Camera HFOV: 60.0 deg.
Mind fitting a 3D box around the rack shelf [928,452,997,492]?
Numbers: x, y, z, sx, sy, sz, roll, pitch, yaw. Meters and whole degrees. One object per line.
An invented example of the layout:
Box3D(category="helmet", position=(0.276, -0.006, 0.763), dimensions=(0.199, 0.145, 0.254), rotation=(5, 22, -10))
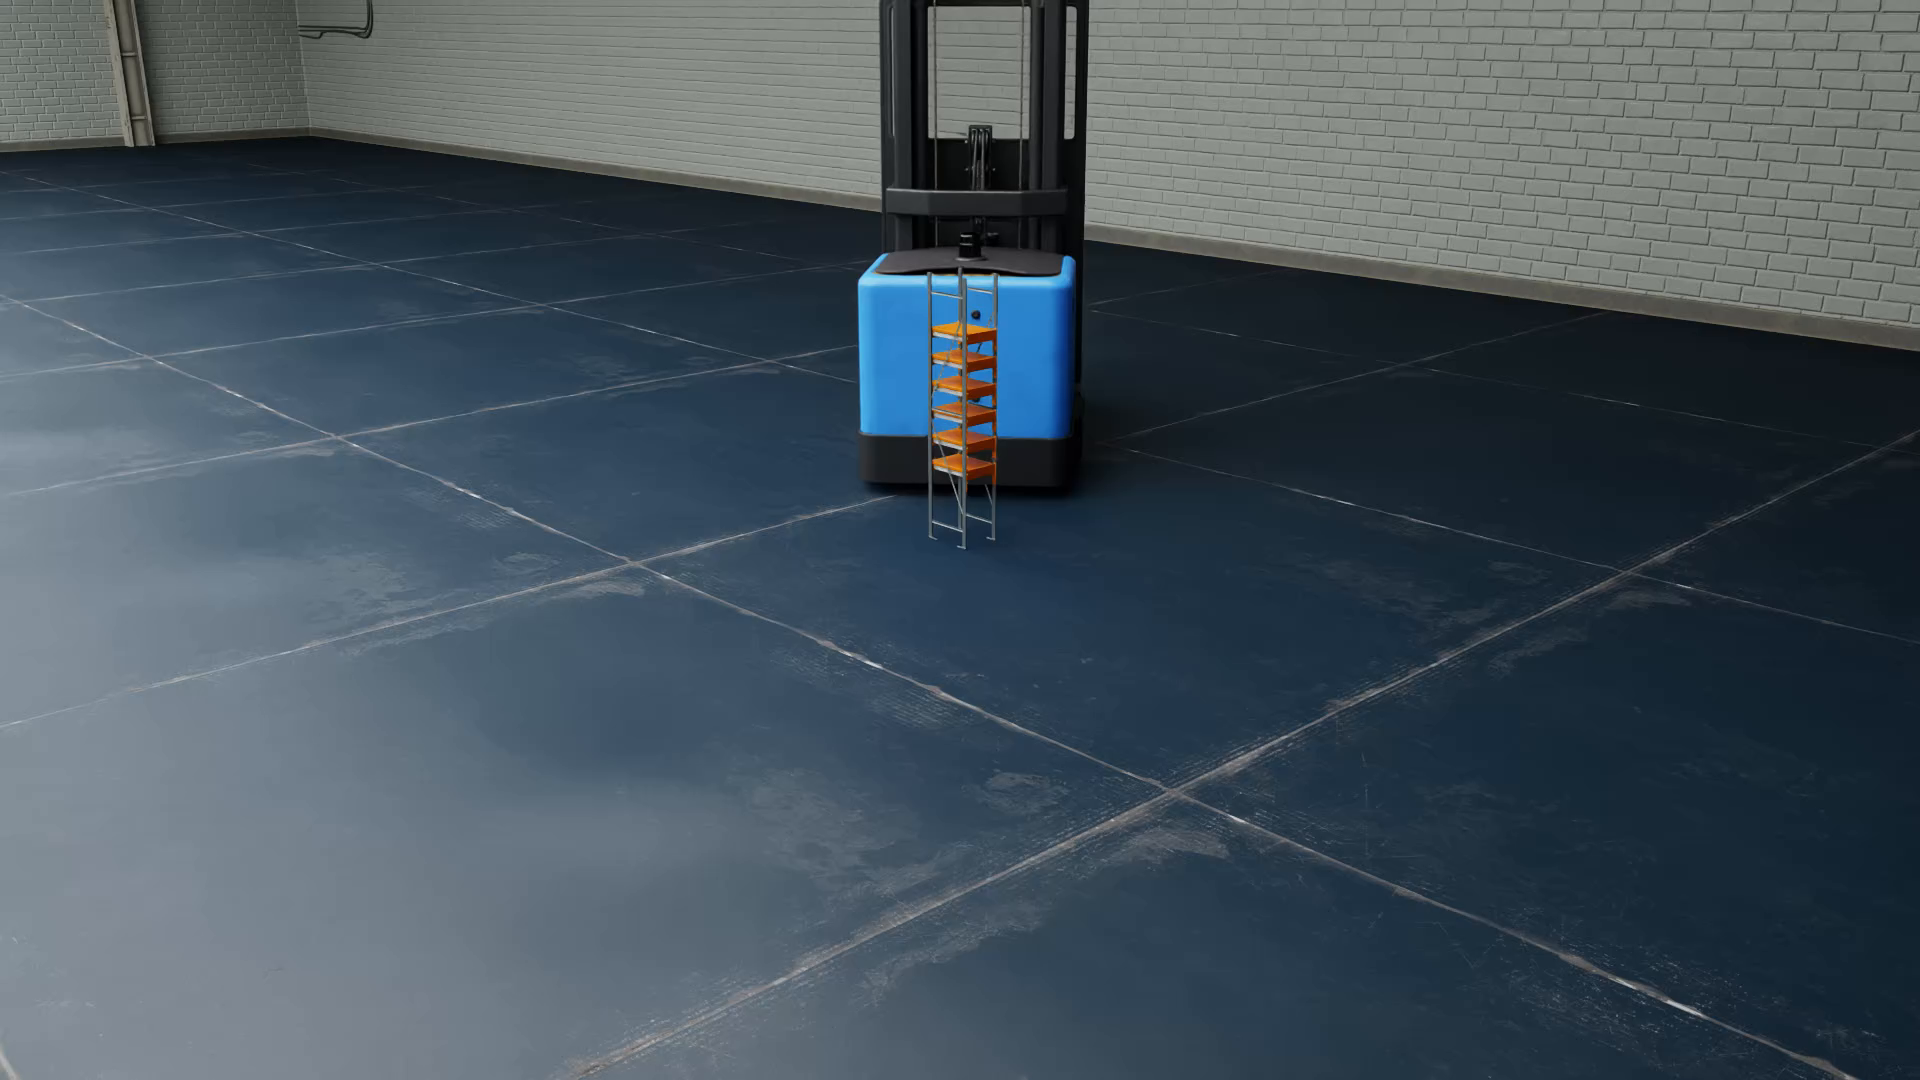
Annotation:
Box3D(category="rack shelf", position=(0.011, -0.303, 7.397), dimensions=(0.180, 0.103, 0.258), rotation=(-16, 24, -41))

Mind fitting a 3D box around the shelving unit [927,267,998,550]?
Box3D(category="shelving unit", position=(0.011, -0.574, 7.309), dimensions=(0.189, 1.200, 0.258), rotation=(-16, 24, -41))

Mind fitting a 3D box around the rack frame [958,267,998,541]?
Box3D(category="rack frame", position=(0.077, -0.593, 7.369), dimensions=(0.006, 1.200, 0.240), rotation=(-16, 24, -41))

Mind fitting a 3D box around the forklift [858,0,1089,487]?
Box3D(category="forklift", position=(0.146, -2.058, 9.078), dimensions=(1.130, 2.935, 3.031), rotation=(2, 18, 5))

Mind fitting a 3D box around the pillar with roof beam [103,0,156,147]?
Box3D(category="pillar with roof beam", position=(-10.800, -9.937, 23.542), dimensions=(0.400, 9.000, 9.100), rotation=(-16, 24, -41))

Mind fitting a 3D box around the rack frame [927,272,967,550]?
Box3D(category="rack frame", position=(-0.056, -0.554, 7.249), dimensions=(0.006, 1.200, 0.240), rotation=(-16, 24, -41))

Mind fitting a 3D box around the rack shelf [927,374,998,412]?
Box3D(category="rack shelf", position=(0.011, -0.646, 7.286), dimensions=(0.180, 0.103, 0.258), rotation=(-16, 24, -41))

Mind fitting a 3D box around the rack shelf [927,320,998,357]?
Box3D(category="rack shelf", position=(0.011, -0.874, 7.212), dimensions=(0.180, 0.103, 0.258), rotation=(-16, 24, -41))

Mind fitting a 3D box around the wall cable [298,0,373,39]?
Box3D(category="wall cable", position=(-10.709, -9.752, 28.008), dimensions=(0.112, 2.526, 3.097), rotation=(-16, 24, -41))

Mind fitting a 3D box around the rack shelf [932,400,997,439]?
Box3D(category="rack shelf", position=(0.011, -0.532, 7.323), dimensions=(0.180, 0.103, 0.258), rotation=(-16, 24, -41))

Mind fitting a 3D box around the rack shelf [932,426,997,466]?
Box3D(category="rack shelf", position=(0.011, -0.417, 7.360), dimensions=(0.180, 0.103, 0.258), rotation=(-16, 24, -41))

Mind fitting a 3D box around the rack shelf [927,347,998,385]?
Box3D(category="rack shelf", position=(0.011, -0.760, 7.249), dimensions=(0.180, 0.103, 0.258), rotation=(-16, 24, -41))
